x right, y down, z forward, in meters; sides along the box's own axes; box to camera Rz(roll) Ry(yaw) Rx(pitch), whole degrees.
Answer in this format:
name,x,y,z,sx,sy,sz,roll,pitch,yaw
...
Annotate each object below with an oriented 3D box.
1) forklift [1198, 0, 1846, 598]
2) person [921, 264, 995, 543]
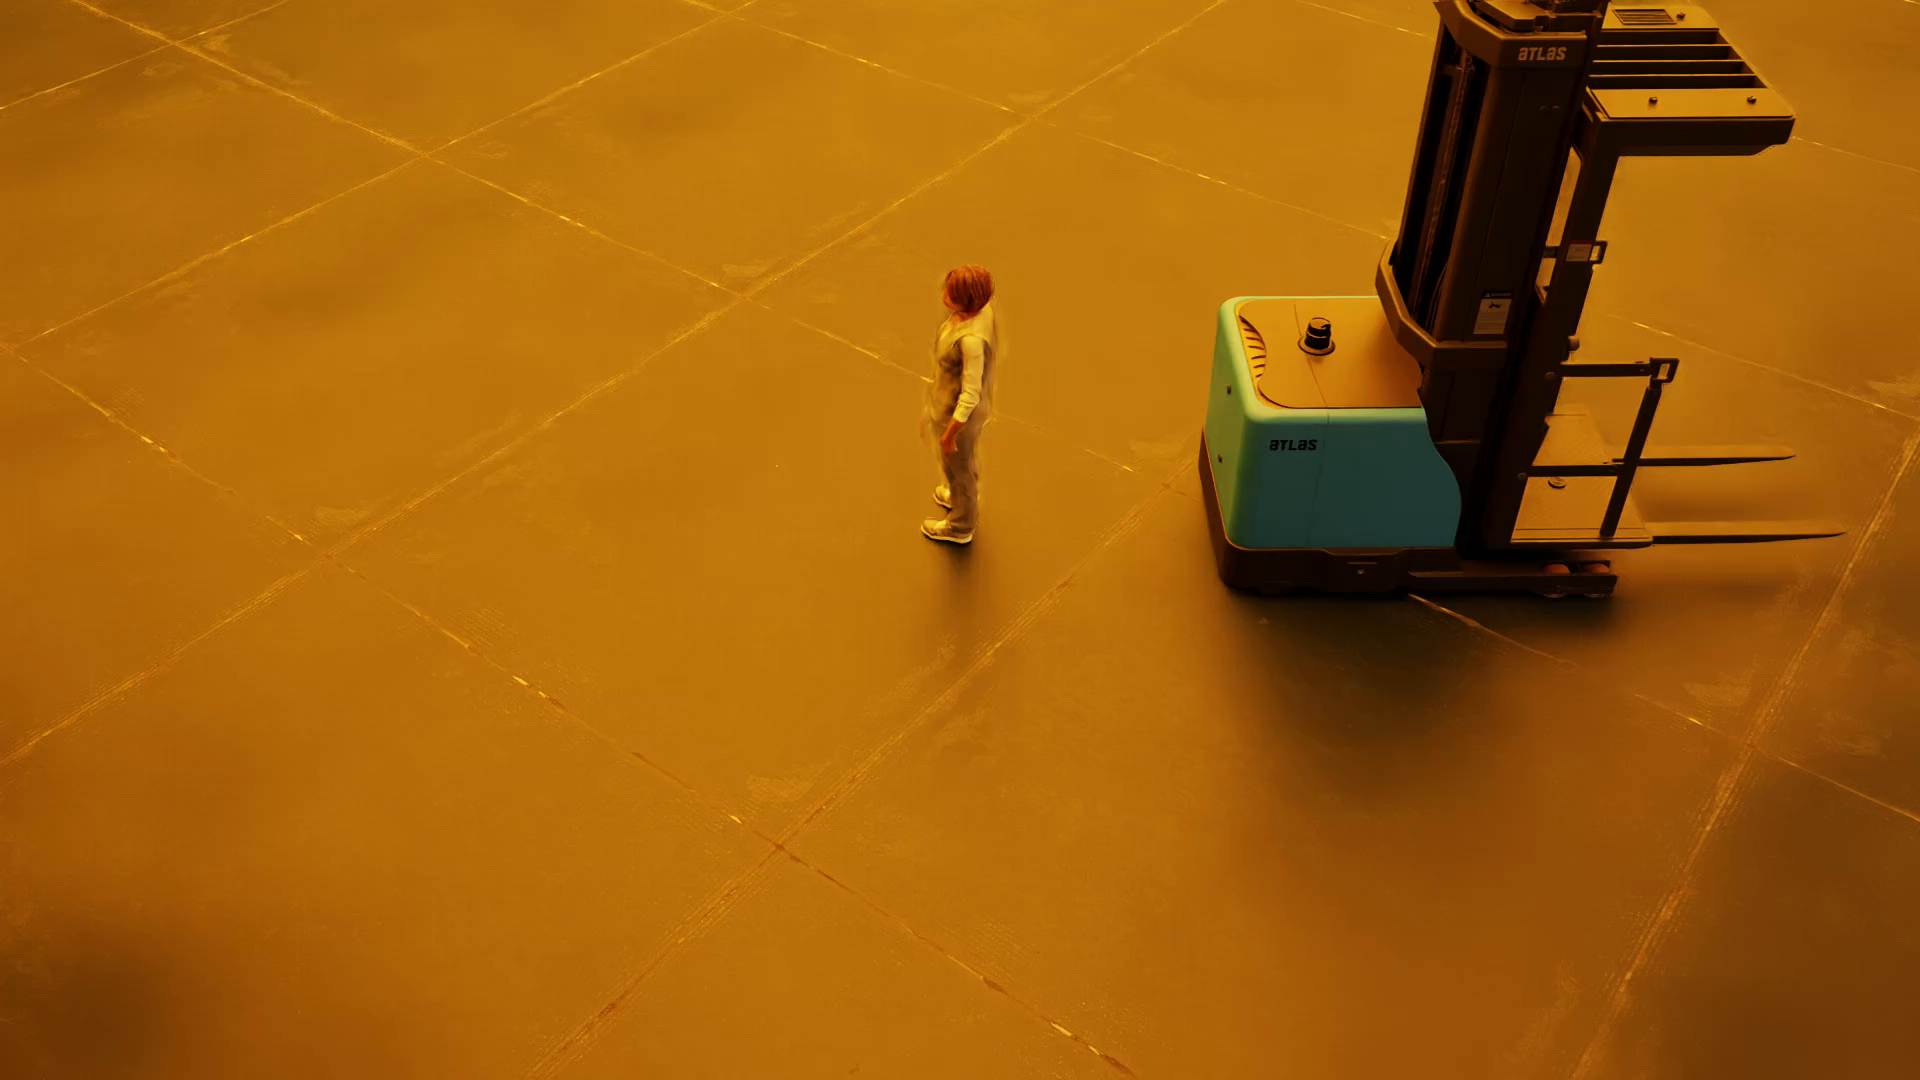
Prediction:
name,x,y,z,sx,sy,sz,roll,pitch,yaw
forklift,2.763,-1.184,7.463,3.031,2.935,1.130,-1,40,-1
person,-0.020,-0.648,7.858,0.355,1.599,0.622,0,40,0
